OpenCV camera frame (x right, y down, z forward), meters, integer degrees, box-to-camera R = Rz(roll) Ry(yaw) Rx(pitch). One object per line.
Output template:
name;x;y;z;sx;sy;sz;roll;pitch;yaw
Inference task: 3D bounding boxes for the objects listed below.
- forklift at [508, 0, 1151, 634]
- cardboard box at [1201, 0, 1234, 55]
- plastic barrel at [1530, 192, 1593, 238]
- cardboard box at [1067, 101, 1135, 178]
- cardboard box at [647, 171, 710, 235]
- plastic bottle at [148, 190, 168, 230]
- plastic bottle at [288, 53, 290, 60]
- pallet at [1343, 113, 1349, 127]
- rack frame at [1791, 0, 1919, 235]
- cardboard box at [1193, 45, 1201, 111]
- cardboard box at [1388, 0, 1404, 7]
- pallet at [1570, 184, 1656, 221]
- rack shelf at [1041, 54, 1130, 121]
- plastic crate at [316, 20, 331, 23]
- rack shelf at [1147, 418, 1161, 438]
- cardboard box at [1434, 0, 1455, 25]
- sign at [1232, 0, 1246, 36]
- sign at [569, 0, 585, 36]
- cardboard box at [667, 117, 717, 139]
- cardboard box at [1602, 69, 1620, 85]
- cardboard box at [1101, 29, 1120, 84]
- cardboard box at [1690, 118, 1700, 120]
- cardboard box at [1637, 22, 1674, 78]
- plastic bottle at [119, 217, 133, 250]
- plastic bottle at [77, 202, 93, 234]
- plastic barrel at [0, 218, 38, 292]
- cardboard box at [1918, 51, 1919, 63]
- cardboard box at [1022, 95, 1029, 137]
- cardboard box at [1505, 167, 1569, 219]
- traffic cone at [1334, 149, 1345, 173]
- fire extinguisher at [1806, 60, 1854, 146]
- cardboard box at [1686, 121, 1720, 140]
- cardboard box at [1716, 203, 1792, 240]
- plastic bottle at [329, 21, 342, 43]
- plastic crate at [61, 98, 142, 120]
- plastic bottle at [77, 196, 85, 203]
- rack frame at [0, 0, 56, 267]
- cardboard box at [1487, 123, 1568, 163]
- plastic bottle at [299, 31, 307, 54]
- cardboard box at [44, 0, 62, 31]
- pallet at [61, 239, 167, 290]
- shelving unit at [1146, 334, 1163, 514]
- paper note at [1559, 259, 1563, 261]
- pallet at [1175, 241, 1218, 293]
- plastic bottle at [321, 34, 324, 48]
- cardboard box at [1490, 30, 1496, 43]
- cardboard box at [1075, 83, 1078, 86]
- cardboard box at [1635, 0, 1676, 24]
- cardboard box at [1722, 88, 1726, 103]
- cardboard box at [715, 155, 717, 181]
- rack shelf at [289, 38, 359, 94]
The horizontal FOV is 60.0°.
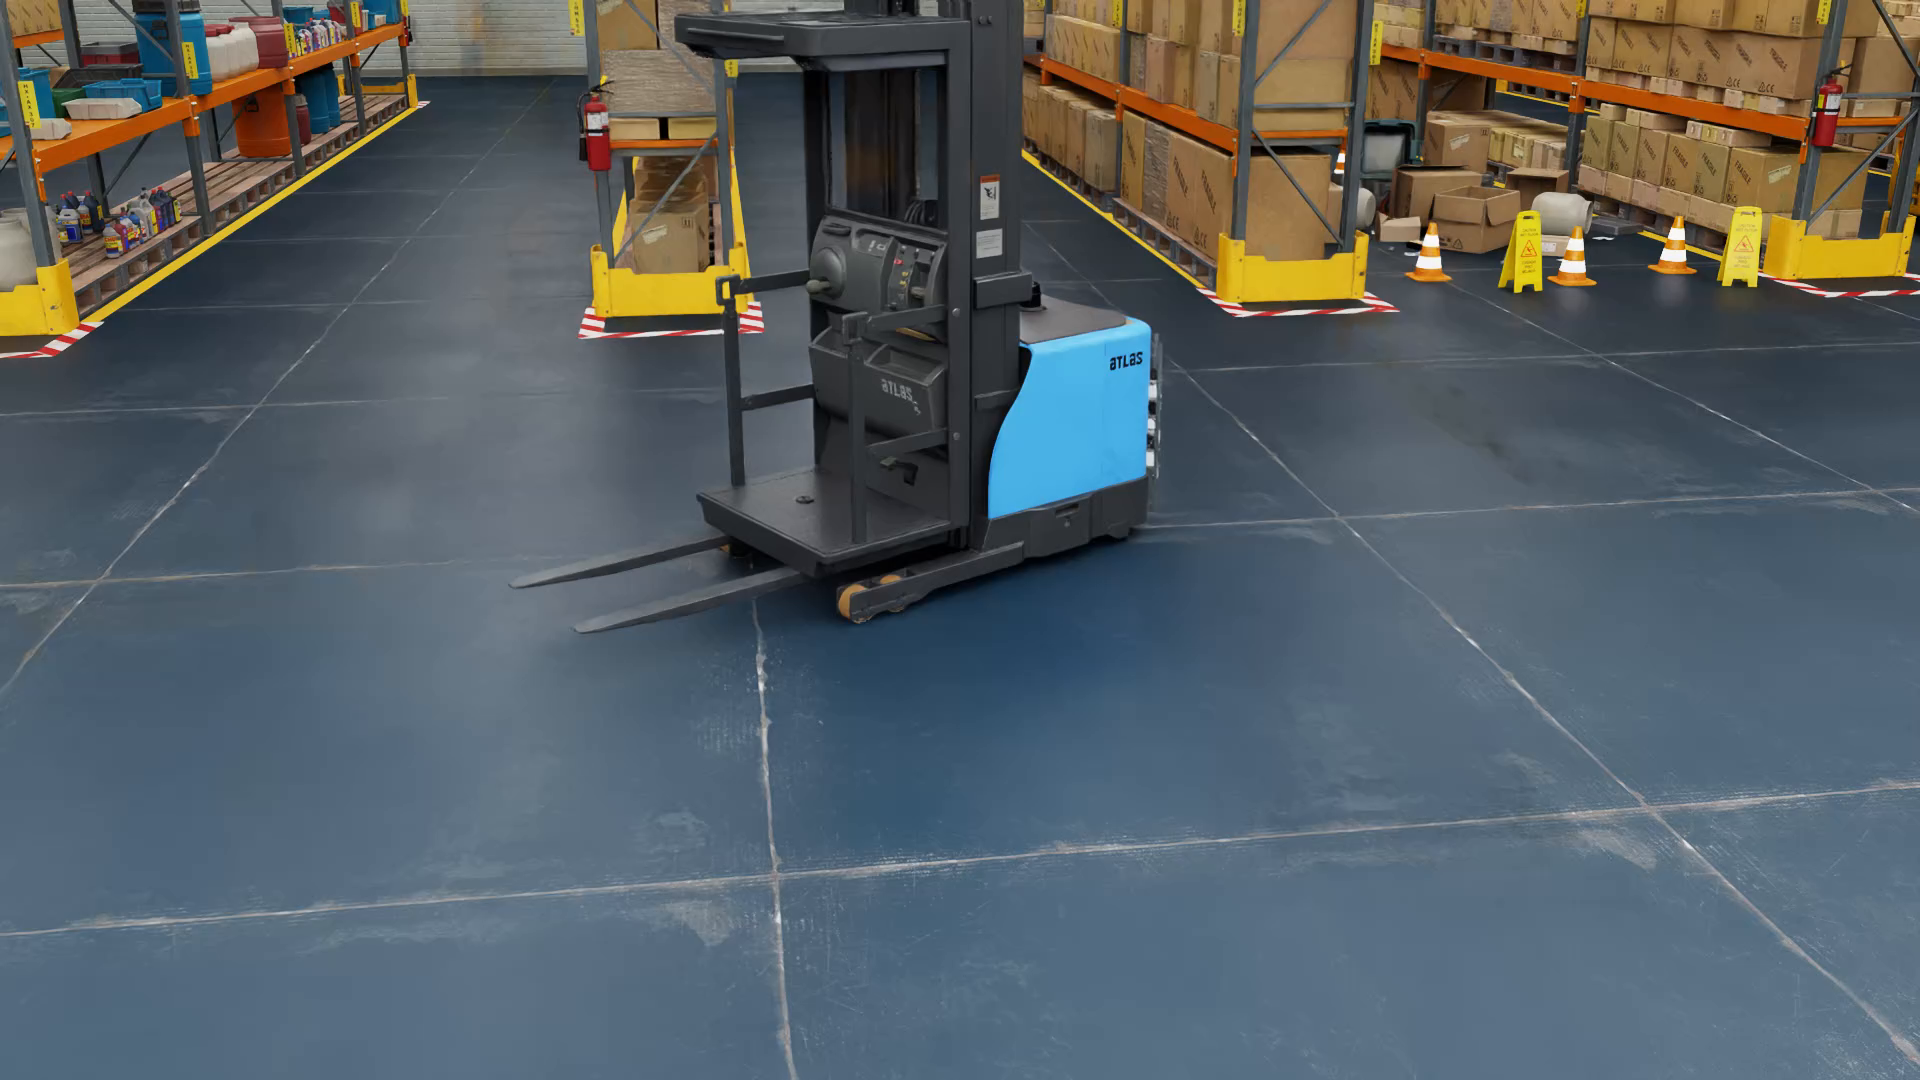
forklift;-0.536;-1.218;7.287;3.031;2.935;1.130;-16;26;-36
cardboard box;2.492;-4.288;13.652;0.875;0.550;0.550;-3;21;-8
plastic barrel;5.766;-3.112;15.944;0.512;0.421;0.421;12;24;30
cardboard box;1.787;-4.468;18.507;1.050;0.750;0.750;-3;21;-8
cardboard box;-2.546;-3.042;15.046;0.500;0.500;0.500;-5;21;-13
plastic bottle;-7.317;-3.006;15.134;0.144;0.351;0.185;-4;21;-10
plastic bottle;-8.032;-5.848;19.770;0.097;0.271;0.097;0;20;0
pallet;6.017;-6.266;24.690;1.003;0.211;1.213;-3;21;-8
rack frame;7.561;-3.680;13.783;1.000;3.000;0.127;-3;21;-8
cardboard box;2.522;-3.982;14.375;0.875;0.550;0.550;-3;21;-8
cardboard box;5.993;-7.309;21.925;0.500;0.500;0.500;-3;21;-7
pallet;7.117;-3.528;17.361;1.003;0.211;1.213;-3;21;-8
rack shelf;1.813;-5.136;18.709;1.077;0.370;4.000;-3;21;-8
plastic crate;-9.425;-7.578;24.509;0.293;0.136;0.466;-3;21;-8
rack shelf;0.889;-0.561;8.527;0.258;0.077;0.200;0;20;0
cardboard box;6.244;-6.666;20.608;0.500;0.500;0.500;-4;21;-9
sign;2.139;-4.027;12.716;0.100;0.325;0.005;-3;21;-8
sign;-2.797;-3.850;12.130;0.100;0.325;0.005;-3;21;-8
cardboard box;-2.050;-3.174;12.785;0.380;0.149;0.250;-3;21;-8
cardboard box;6.801;-4.738;16.972;0.380;0.149;0.250;-2;21;-6
cardboard box;1.761;-4.995;17.159;0.500;0.500;0.500;-3;21;-8
cardboard box;7.336;-4.134;17.255;0.500;0.500;0.500;-3;21;-9
cardboard box;6.927;-4.738;16.047;0.500;0.500;0.500;-3;21;-8
plastic bottle;-7.149;-2.621;14.217;0.097;0.271;0.097;0;20;0
plastic bottle;-7.877;-2.899;14.962;0.097;0.271;0.097;0;20;0
plastic barrel;-7.317;-2.186;12.737;0.421;0.512;0.421;0;20;0
cardboard box;11.445;-5.755;19.553;0.500;0.250;0.500;-3;21;-7
cardboard box;1.100;-5.586;21.857;0.500;0.500;0.500;-2;21;-6
cardboard box;5.793;-3.456;16.751;0.500;0.500;0.500;12;24;29
traffic cone;4.389;-4.286;19.029;0.336;0.463;0.334;-3;21;-8
fire extinguisher;7.122;-3.581;13.628;0.296;0.674;0.183;-3;21;-8
cardboard box;6.999;-3.811;15.463;0.380;0.149;0.250;-2;21;-5
cardboard box;7.175;-2.864;14.926;0.500;0.250;0.500;-3;21;-8
plastic bottle;-8.499;-6.907;22.600;0.152;0.276;0.135;-3;21;-8
plastic crate;-7.238;-3.643;14.059;0.530;0.136;0.437;-3;21;-8
plastic bottle;-8.037;-3.003;15.233;0.152;0.276;0.135;-2;21;-6
rack frame;-7.146;-2.931;11.776;1.000;3.000;0.127;-3;21;-8
cardboard box;6.698;-4.702;19.673;0.950;0.372;0.625;-2;21;-6
plastic bottle;-8.165;-6.168;20.627;0.097;0.271;0.097;0;20;0
cardboard box;-13.943;-7.948;25.066;0.500;0.500;0.500;-3;21;-7
pallet;-7.488;-2.351;14.210;1.003;0.211;1.213;-3;21;-8
shelving unit;0.889;-0.592;8.515;0.258;0.900;0.210;0;20;0
paper note;5.455;-2.516;14.910;0.148;0.019;0.142;-11;23;-26
pallet;2.485;-2.362;14.239;1.003;0.211;1.213;-3;21;-8
plastic bottle;-8.311;-6.486;21.578;0.097;0.201;0.097;0;20;0
cardboard box;6.483;-5.939;19.589;0.380;0.149;0.250;-2;21;-6
cardboard box;1.665;-5.794;21.342;0.500;0.250;0.500;-4;21;-10
cardboard box;6.931;-5.203;15.864;0.700;0.500;0.500;-3;21;-9
cardboard box;7.169;-4.037;15.096;0.380;0.149;0.250;-3;21;-7
cardboard box;-3.020;-4.174;18.049;0.700;0.500;0.500;-5;21;-12
rack shelf;-8.588;-6.056;21.172;1.077;0.370;4.000;-3;21;-8
